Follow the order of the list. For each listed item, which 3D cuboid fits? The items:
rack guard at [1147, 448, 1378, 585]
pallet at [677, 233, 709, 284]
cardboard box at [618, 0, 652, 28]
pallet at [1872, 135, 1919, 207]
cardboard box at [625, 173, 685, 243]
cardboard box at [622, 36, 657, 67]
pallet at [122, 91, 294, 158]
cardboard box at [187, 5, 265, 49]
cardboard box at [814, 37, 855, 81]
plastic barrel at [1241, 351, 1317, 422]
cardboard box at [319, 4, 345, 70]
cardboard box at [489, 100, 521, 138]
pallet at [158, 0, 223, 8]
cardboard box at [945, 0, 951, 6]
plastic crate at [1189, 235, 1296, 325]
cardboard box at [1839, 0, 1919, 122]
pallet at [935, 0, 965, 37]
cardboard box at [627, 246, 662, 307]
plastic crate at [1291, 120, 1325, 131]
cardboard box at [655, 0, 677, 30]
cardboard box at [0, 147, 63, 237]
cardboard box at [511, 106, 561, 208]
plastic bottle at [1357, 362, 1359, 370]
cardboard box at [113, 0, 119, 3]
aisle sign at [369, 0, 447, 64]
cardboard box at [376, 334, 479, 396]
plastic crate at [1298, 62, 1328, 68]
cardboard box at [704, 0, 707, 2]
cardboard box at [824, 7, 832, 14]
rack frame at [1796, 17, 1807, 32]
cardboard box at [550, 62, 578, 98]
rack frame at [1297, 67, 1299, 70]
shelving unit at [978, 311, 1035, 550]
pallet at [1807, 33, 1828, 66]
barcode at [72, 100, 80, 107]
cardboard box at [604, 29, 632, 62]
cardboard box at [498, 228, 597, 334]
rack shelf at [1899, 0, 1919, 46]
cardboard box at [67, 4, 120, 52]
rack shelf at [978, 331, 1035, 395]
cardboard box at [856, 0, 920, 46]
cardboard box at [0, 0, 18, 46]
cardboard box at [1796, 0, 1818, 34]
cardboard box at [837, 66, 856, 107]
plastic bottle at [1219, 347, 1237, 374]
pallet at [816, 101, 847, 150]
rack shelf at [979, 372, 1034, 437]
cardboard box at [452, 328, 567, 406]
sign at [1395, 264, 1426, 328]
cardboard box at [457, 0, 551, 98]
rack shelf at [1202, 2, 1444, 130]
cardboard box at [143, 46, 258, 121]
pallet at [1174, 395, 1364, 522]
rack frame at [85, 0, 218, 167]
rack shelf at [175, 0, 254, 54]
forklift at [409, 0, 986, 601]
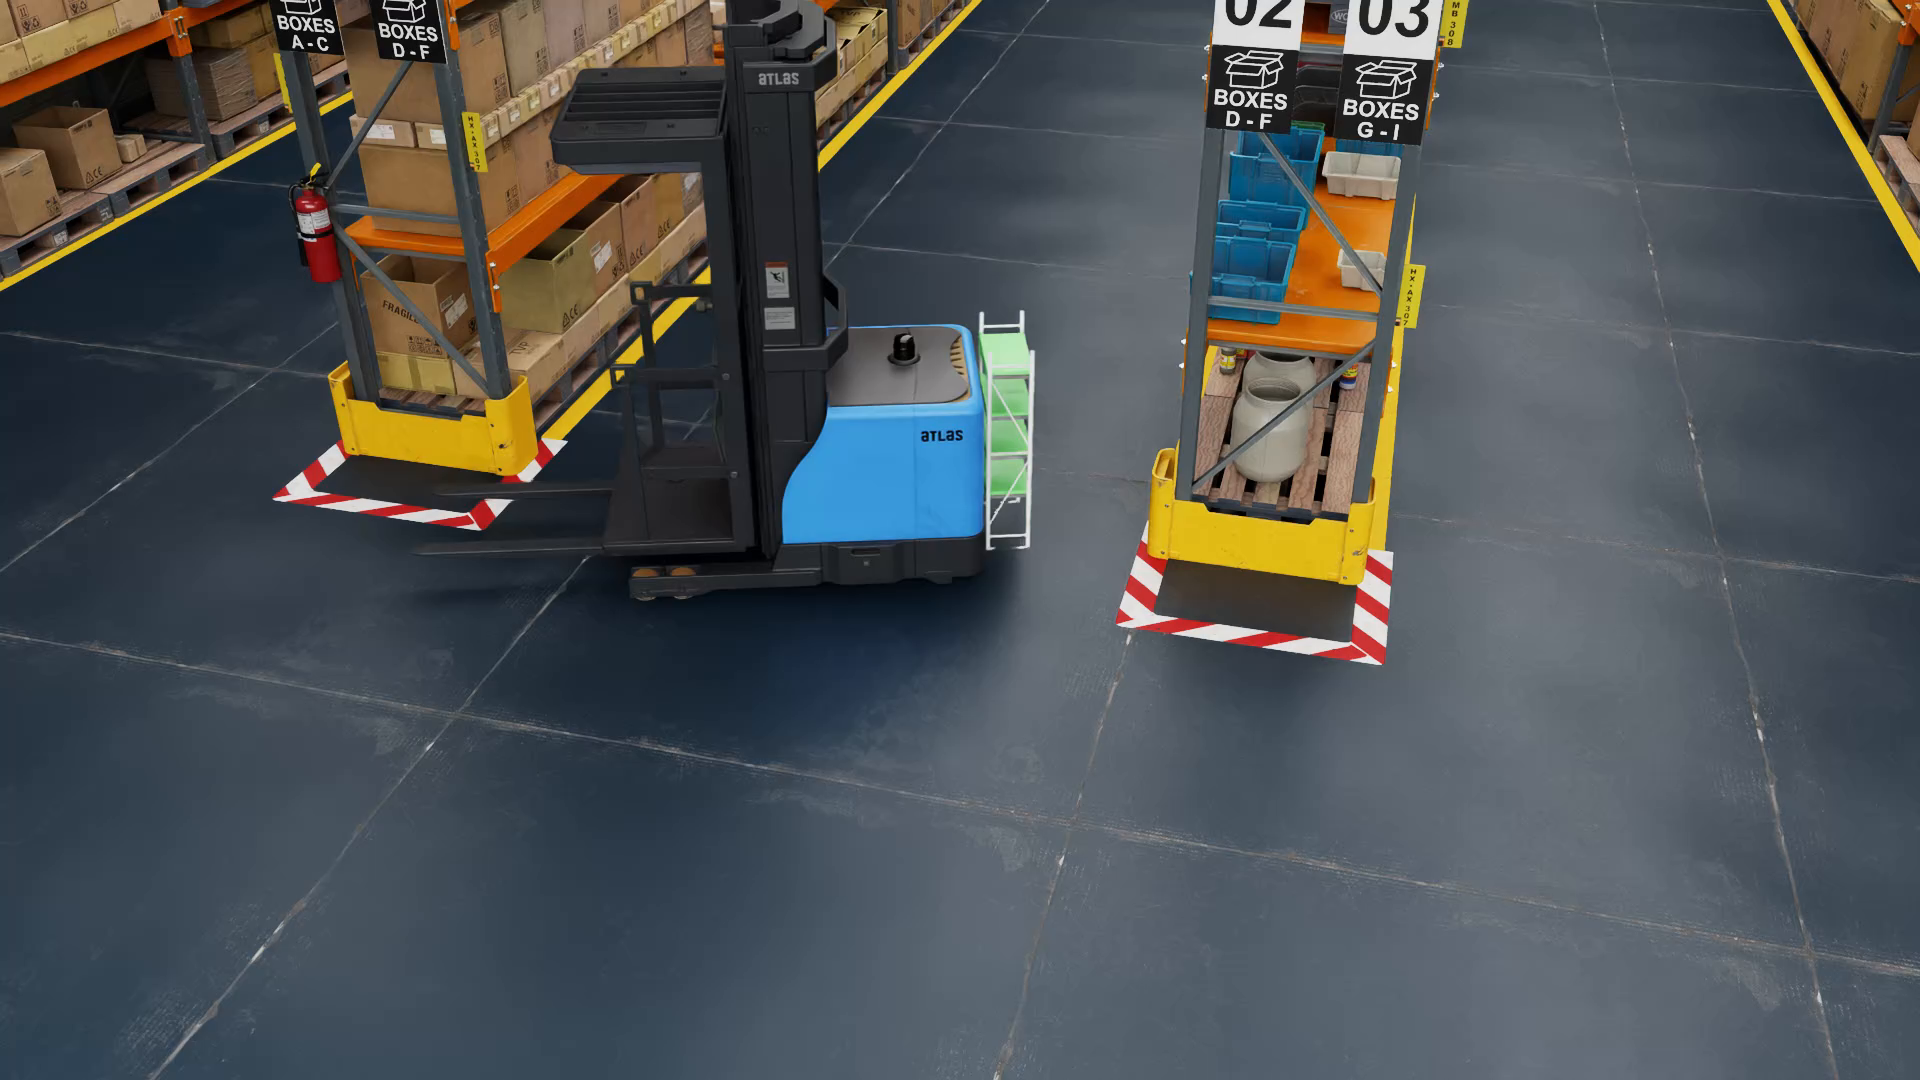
[{"bbox_3d":[1.622,-0.132,8.991,1.175,0.500,0.348,8,33,12],"label":"rack guard"},{"bbox_3d":[-2.369,-2.309,12.685,1.003,0.211,1.213,8,33,12],"label":"pallet"},{"bbox_3d":[-2.488,-3.729,11.017,0.700,0.500,0.500,8,33,12],"label":"cardboard box"},{"bbox_3d":[8.270,-3.036,13.828,1.003,0.211,1.213,8,33,12],"label":"pallet"},{"bbox_3d":[-2.294,-2.438,11.761,0.500,0.500,0.500,8,33,12],"label":"cardboard box"},{"bbox_3d":[-2.492,-3.169,11.346,0.700,0.500,0.500,9,33,13],"label":"cardboard box"},{"bbox_3d":[-6.723,-3.793,15.019,1.003,0.211,1.213,8,33,12],"label":"pallet"},{"bbox_3d":[-6.640,-4.626,14.951,0.500,0.250,0.500,7,33,11],"label":"cardboard box"},{"bbox_3d":[-1.263,-4.384,14.999,0.500,0.311,0.500,8,33,12],"label":"cardboard box"},{"bbox_3d":[1.869,-0.880,9.766,0.421,0.512,0.421,0,32,0],"label":"plastic barrel"},{"bbox_3d":[-6.378,-4.878,16.047,0.700,0.500,0.500,8,33,12],"label":"cardboard box"},{"bbox_3d":[-2.770,-2.444,9.601,0.380,0.149,0.250,7,33,11],"label":"cardboard box"},{"bbox_3d":[-6.585,-4.861,14.279,1.003,0.211,1.213,8,33,12],"label":"pallet"},{"bbox_3d":[-0.333,-6.100,17.969,0.500,0.500,0.500,7,33,11],"label":"cardboard box"},{"bbox_3d":[1.486,-1.378,8.761,0.499,0.251,0.616,8,33,12],"label":"plastic crate"},{"bbox_3d":[8.665,-4.253,14.734,1.225,0.875,0.875,7,33,10],"label":"cardboard box"},{"bbox_3d":[-0.574,-5.805,18.184,1.003,0.211,1.213,8,33,12],"label":"pallet"},{"bbox_3d":[-2.408,-1.860,11.551,0.500,0.250,0.500,8,33,12],"label":"cardboard box"},{"bbox_3d":[2.046,-2.461,10.522,0.450,0.188,0.662,8,33,12],"label":"plastic crate"},{"bbox_3d":[-2.183,-3.638,11.478,0.380,0.149,0.250,8,33,12],"label":"cardboard box"},{"bbox_3d":[-7.292,-2.637,12.521,0.700,0.500,0.500,6,33,9],"label":"cardboard box"},{"bbox_3d":[-2.882,-2.373,10.093,0.700,0.500,0.500,9,34,14],"label":"cardboard box"},{"bbox_3d":[2.485,-1.193,10.453,0.061,0.283,0.133,9,33,13],"label":"plastic bottle"},{"bbox_3d":[-6.740,-4.539,13.017,0.500,0.500,0.500,8,33,12],"label":"cardboard box"},{"bbox_3d":[-2.862,-2.838,8.495,0.394,0.787,0.004,8,33,12],"label":"aisle sign"},{"bbox_3d":[-3.292,-1.152,10.438,0.500,0.250,0.500,8,33,12],"label":"cardboard box"},{"bbox_3d":[2.490,-3.536,11.957,0.402,0.464,0.583,8,33,12],"label":"plastic crate"},{"bbox_3d":[-1.989,-4.038,12.108,0.380,0.149,0.250,8,33,12],"label":"cardboard box"},{"bbox_3d":[-1.529,-4.990,15.952,0.500,0.311,0.500,9,34,14],"label":"cardboard box"},{"bbox_3d":[9.485,-6.693,16.983,1.000,3.000,0.127,8,33,12],"label":"rack frame"},{"bbox_3d":[-2.573,-2.843,10.228,0.380,0.149,0.250,7,33,11],"label":"cardboard box"},{"bbox_3d":[2.664,-3.216,11.513,1.000,3.000,0.127,8,33,12],"label":"rack frame"},{"bbox_3d":[0.244,-0.590,9.060,0.258,1.200,0.503,-2,33,-4],"label":"shelving unit"},{"bbox_3d":[9.362,-5.106,17.085,1.003,0.211,1.213,8,33,12],"label":"pallet"},{"bbox_3d":[-7.288,-3.583,13.712,0.001,0.075,0.075,8,33,12],"label":"barcode"},{"bbox_3d":[-2.377,-3.241,10.855,0.380,0.149,0.250,9,34,14],"label":"cardboard box"},{"bbox_3d":[-2.666,-1.658,10.534,0.500,0.500,0.500,8,33,12],"label":"cardboard box"},{"bbox_3d":[7.962,-3.276,12.278,1.077,0.370,4.000,8,33,12],"label":"rack shelf"},{"bbox_3d":[-6.881,-3.966,12.813,0.500,0.250,0.500,8,33,13],"label":"cardboard box"},{"bbox_3d":[0.244,-0.941,8.837,0.258,0.148,0.480,-2,33,-4],"label":"rack shelf"},{"bbox_3d":[-0.720,-5.296,16.705,0.500,0.500,0.500,9,34,14],"label":"cardboard box"},{"bbox_3d":[-7.131,-3.750,11.775,0.500,0.500,0.500,9,34,14],"label":"cardboard box"},{"bbox_3d":[9.341,-5.639,16.913,1.225,0.875,0.875,8,33,13],"label":"cardboard box"},{"bbox_3d":[-1.267,-4.150,15.154,0.500,0.250,0.500,9,33,13],"label":"cardboard box"},{"bbox_3d":[1.690,-1.158,10.474,0.097,0.201,0.097,0,32,0],"label":"plastic bottle"},{"bbox_3d":[-1.670,-3.739,14.934,1.003,0.211,1.213,8,33,12],"label":"pallet"},{"bbox_3d":[0.244,-0.739,8.966,0.258,0.148,0.480,-2,33,-4],"label":"rack shelf"},{"bbox_3d":[-2.791,-1.082,10.327,0.500,0.250,0.500,8,33,12],"label":"cardboard box"},{"bbox_3d":[2.179,-1.180,8.053,0.100,0.325,0.005,8,33,12],"label":"sign"},{"bbox_3d":[-2.869,-2.948,9.789,0.700,0.500,0.500,7,33,11],"label":"cardboard box"},{"bbox_3d":[2.156,-3.141,9.269,1.077,0.370,4.000,8,33,12],"label":"rack shelf"},{"bbox_3d":[-6.748,-4.080,14.792,0.700,0.500,0.500,9,34,14],"label":"cardboard box"},{"bbox_3d":[1.834,-0.430,9.730,1.003,0.211,1.213,8,33,12],"label":"pallet"},{"bbox_3d":[-6.919,-4.565,13.635,1.000,3.000,0.127,8,33,12],"label":"rack frame"},{"bbox_3d":[-6.412,-5.299,15.461,1.077,0.370,4.000,8,33,12],"label":"rack shelf"},{"bbox_3d":[-1.405,-1.213,8.425,3.031,2.935,1.130,-2,33,-3],"label":"forklift"}]
